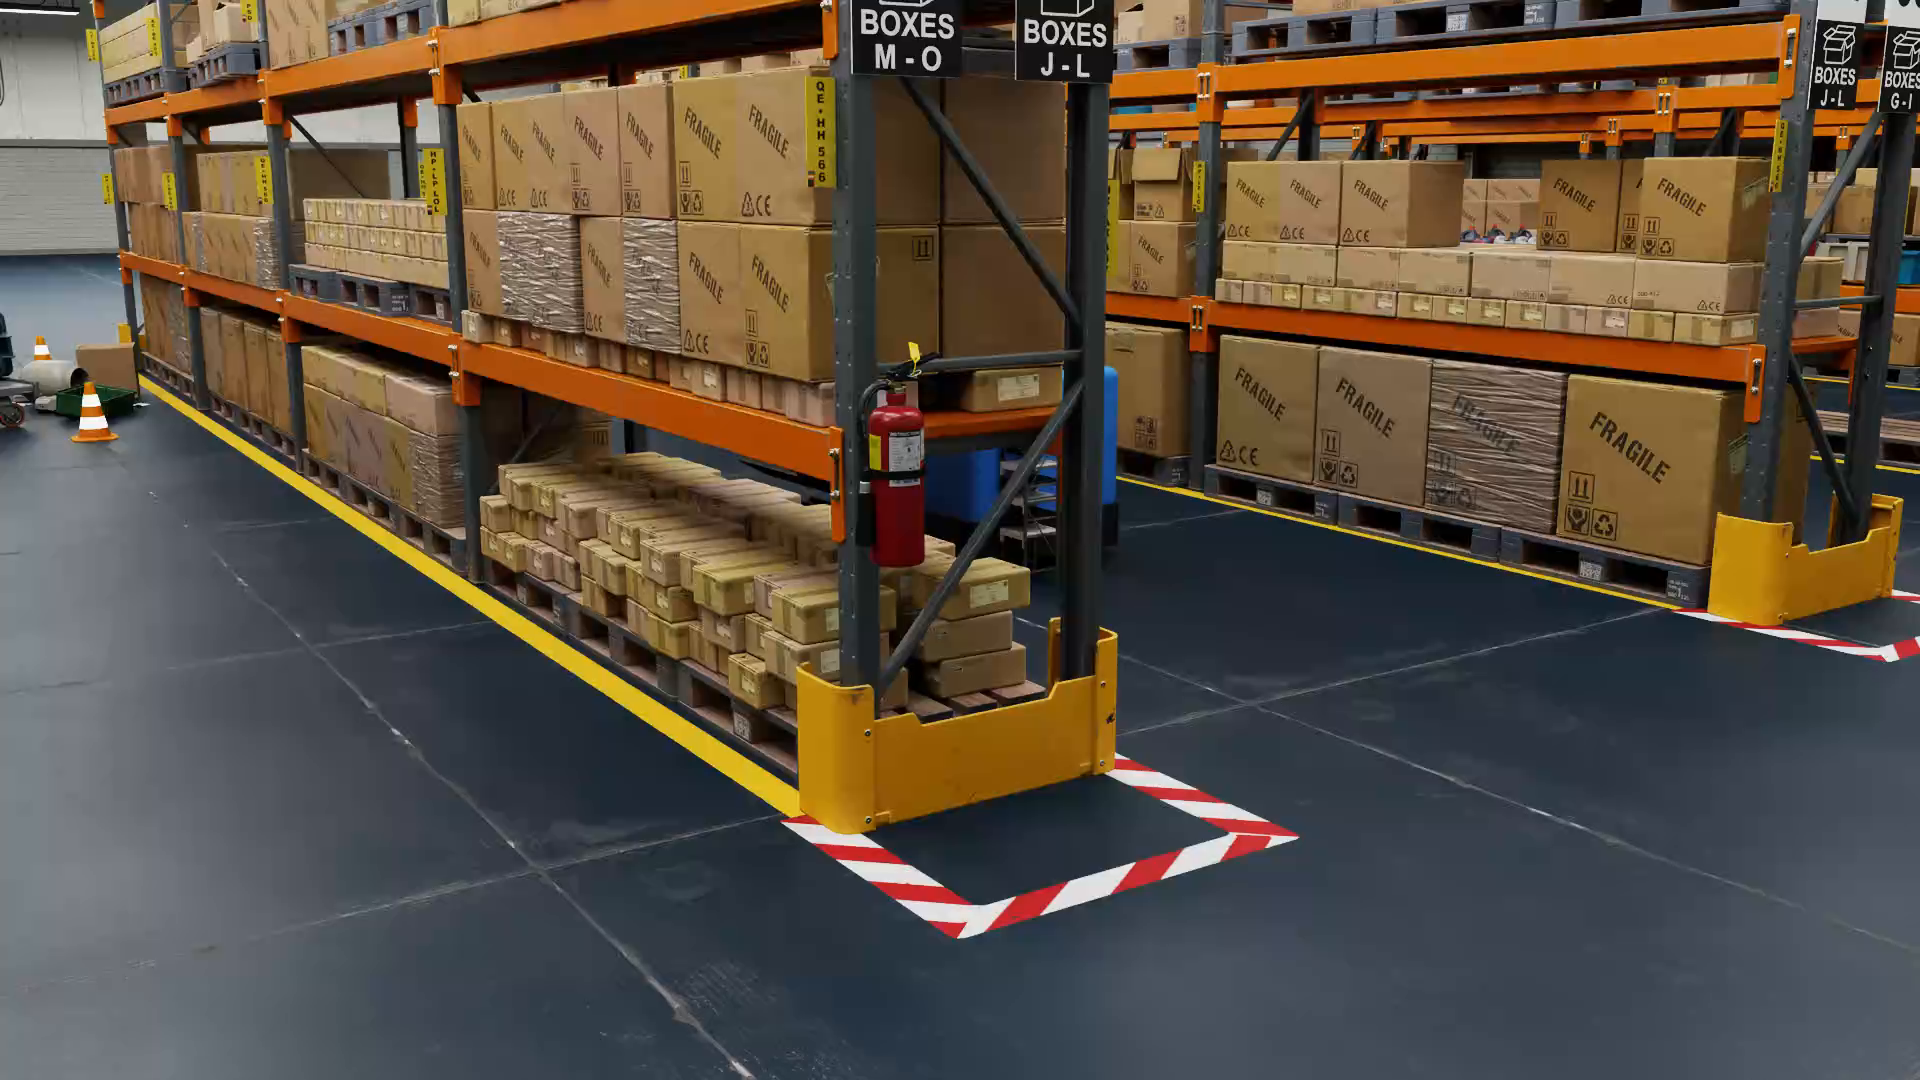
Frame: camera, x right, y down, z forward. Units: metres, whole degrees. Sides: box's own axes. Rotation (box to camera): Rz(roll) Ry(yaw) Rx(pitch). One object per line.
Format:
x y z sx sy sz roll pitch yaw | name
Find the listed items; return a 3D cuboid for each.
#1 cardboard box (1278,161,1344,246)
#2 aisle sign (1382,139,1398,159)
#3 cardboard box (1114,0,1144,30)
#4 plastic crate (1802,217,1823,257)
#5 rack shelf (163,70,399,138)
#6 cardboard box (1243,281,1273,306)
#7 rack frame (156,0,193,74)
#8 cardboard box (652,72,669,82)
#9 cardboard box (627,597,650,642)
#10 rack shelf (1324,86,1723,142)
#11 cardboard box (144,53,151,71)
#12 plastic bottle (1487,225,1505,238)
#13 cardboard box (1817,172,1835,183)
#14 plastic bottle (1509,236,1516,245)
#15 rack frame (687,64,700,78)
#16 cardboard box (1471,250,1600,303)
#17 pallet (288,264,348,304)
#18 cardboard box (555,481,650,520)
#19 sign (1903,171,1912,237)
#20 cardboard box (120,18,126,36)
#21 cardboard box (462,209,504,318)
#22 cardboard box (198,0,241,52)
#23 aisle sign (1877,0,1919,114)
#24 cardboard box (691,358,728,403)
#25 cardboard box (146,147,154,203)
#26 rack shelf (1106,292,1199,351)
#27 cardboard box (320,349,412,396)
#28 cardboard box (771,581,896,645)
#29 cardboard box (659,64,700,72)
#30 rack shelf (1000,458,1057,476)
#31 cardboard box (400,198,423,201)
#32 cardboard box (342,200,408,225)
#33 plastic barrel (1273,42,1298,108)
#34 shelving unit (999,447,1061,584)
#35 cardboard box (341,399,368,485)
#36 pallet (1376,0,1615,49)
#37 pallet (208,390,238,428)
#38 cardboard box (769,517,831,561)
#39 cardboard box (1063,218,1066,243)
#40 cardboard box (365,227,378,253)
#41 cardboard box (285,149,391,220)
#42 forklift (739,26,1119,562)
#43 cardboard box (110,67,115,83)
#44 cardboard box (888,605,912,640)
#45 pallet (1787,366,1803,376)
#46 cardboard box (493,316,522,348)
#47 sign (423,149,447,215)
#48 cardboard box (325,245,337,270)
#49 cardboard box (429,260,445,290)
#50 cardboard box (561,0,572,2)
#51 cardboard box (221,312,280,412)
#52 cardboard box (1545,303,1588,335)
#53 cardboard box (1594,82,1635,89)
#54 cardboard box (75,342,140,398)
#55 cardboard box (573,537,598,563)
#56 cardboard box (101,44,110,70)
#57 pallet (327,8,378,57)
2.338 -2.095 10.322 0.500 0.500 0.500 -8 15 -33 | cardboard box
7.452 -7.001 28.771 0.394 0.787 0.004 -8 15 -33 | aisle sign
0.953 -3.933 12.577 0.797 0.503 0.637 -8 15 -34 | cardboard box
6.429 -2.319 13.156 0.402 0.464 0.583 -8 15 -33 | plastic crate
-5.490 -3.473 13.384 1.077 0.370 4.000 -8 15 -33 | rack shelf
2.052 -1.600 10.743 0.380 0.149 0.250 -9 15 -35 | cardboard box
-6.598 -5.645 14.613 1.000 3.000 0.127 -8 15 -33 | rack frame
-3.117 -4.987 18.041 0.380 0.149 0.250 -9 15 -36 | cardboard box
-1.192 0.316 7.086 0.380 0.149 0.250 -8 15 -32 | cardboard box
5.035 -3.917 15.414 1.077 0.370 4.000 -8 15 -33 | rack shelf
-7.350 -4.429 15.442 0.380 0.149 0.250 -8 15 -32 | cardboard box
5.192 -2.877 16.110 0.144 0.351 0.185 -8 15 -33 | plastic bottle
11.958 -4.970 22.784 0.380 0.149 0.250 -11 16 -40 | cardboard box
5.064 -2.654 15.279 0.097 0.271 0.097 0 12 0 | plastic bottle
-2.413 -6.215 17.216 1.000 3.000 0.127 -8 15 -33 | rack frame
3.183 -1.457 9.159 0.500 0.250 0.500 -9 15 -35 | cardboard box
-3.898 -1.795 11.500 1.213 0.211 1.003 -8 15 -33 | pallet
-1.699 -0.170 7.917 0.380 0.149 0.250 -9 15 -34 | cardboard box
4.701 -1.676 8.292 0.100 0.325 0.005 -8 15 -33 | sign
-8.049 -5.044 16.387 0.380 0.149 0.250 -8 15 -32 | cardboard box
-2.101 -1.368 8.166 0.500 0.500 0.500 -8 15 -34 | cardboard box
-5.578 -4.048 12.877 0.500 0.500 0.500 -8 15 -33 | cardboard box
4.525 -2.442 7.924 0.394 0.787 0.004 -8 15 -33 | aisle sign
-0.784 -0.616 6.247 0.380 0.149 0.250 -8 14 -31 | cardboard box
-7.660 -3.675 16.766 0.875 0.550 0.500 -8 15 -33 | cardboard box
0.911 -1.865 13.054 1.077 0.370 4.000 -8 15 -33 | rack shelf
-3.920 -1.112 11.039 0.500 0.250 0.500 -8 15 -33 | cardboard box
-0.454 0.252 5.985 0.380 0.149 0.250 -8 15 -32 | cardboard box
-2.875 -5.237 17.668 0.500 0.500 0.500 -9 15 -34 | cardboard box
0.373 -0.379 8.803 0.258 0.077 0.200 -9 15 -34 | rack shelf
-3.729 -2.343 11.769 0.380 0.149 0.250 -9 15 -35 | cardboard box
-3.706 -2.085 10.585 0.380 0.149 0.250 -7 14 -30 | cardboard box
3.652 -5.041 17.696 0.600 0.901 0.600 0 12 0 | plastic barrel
0.373 -0.236 8.835 0.258 0.900 0.210 -9 15 -34 | shelving unit
-3.633 -0.652 10.688 0.500 0.500 0.500 -9 15 -34 | cardboard box
3.136 -2.920 9.377 1.003 0.211 1.213 -8 15 -33 | pallet
-6.108 -1.224 14.965 1.003 0.211 1.213 -8 15 -33 | pallet
-0.595 0.004 7.122 0.380 0.149 0.250 -7 14 -31 | cardboard box
0.969 -2.142 12.400 0.500 0.500 0.500 -8 15 -33 | cardboard box
-3.414 -1.845 10.186 0.380 0.149 0.250 -7 14 -31 | cardboard box
-4.622 -2.622 12.254 0.700 0.500 0.500 -8 15 -33 | cardboard box
-0.363 -1.542 10.051 1.130 2.935 3.031 -9 15 -34 | forklift
-8.611 -4.834 17.295 0.380 0.149 0.250 -8 15 -33 | cardboard box
-0.131 0.283 6.541 0.380 0.149 0.250 -8 15 -33 | cardboard box
9.106 -2.028 18.641 1.003 0.211 1.213 -8 15 -33 | pallet
-2.076 -1.043 8.198 0.380 0.149 0.250 -8 14 -31 | cardboard box
-2.626 -1.791 8.321 0.100 0.325 0.005 -8 15 -33 | sign
-4.004 -1.887 11.073 0.380 0.149 0.250 -7 14 -30 | cardboard box
-2.695 -1.468 9.157 0.380 0.149 0.250 -8 15 -32 | cardboard box
-1.285 -2.294 6.661 0.500 0.250 0.500 -7 14 -30 | cardboard box
-5.648 -1.549 14.207 1.050 0.750 0.750 -8 15 -33 | cardboard box
3.342 -1.187 8.855 0.380 0.149 0.250 -8 15 -32 | cardboard box
7.754 -5.416 19.952 0.500 0.250 0.500 -9 15 -37 | cardboard box
-8.313 -1.649 16.228 0.500 0.500 0.500 -5 13 -23 | cardboard box
-1.571 0.026 7.715 0.380 0.149 0.250 -7 14 -30 | cardboard box
-8.761 -5.101 17.584 0.500 0.250 0.500 -8 15 -33 | cardboard box
-2.996 -2.972 9.849 1.213 0.211 1.003 -8 15 -33 | pallet
